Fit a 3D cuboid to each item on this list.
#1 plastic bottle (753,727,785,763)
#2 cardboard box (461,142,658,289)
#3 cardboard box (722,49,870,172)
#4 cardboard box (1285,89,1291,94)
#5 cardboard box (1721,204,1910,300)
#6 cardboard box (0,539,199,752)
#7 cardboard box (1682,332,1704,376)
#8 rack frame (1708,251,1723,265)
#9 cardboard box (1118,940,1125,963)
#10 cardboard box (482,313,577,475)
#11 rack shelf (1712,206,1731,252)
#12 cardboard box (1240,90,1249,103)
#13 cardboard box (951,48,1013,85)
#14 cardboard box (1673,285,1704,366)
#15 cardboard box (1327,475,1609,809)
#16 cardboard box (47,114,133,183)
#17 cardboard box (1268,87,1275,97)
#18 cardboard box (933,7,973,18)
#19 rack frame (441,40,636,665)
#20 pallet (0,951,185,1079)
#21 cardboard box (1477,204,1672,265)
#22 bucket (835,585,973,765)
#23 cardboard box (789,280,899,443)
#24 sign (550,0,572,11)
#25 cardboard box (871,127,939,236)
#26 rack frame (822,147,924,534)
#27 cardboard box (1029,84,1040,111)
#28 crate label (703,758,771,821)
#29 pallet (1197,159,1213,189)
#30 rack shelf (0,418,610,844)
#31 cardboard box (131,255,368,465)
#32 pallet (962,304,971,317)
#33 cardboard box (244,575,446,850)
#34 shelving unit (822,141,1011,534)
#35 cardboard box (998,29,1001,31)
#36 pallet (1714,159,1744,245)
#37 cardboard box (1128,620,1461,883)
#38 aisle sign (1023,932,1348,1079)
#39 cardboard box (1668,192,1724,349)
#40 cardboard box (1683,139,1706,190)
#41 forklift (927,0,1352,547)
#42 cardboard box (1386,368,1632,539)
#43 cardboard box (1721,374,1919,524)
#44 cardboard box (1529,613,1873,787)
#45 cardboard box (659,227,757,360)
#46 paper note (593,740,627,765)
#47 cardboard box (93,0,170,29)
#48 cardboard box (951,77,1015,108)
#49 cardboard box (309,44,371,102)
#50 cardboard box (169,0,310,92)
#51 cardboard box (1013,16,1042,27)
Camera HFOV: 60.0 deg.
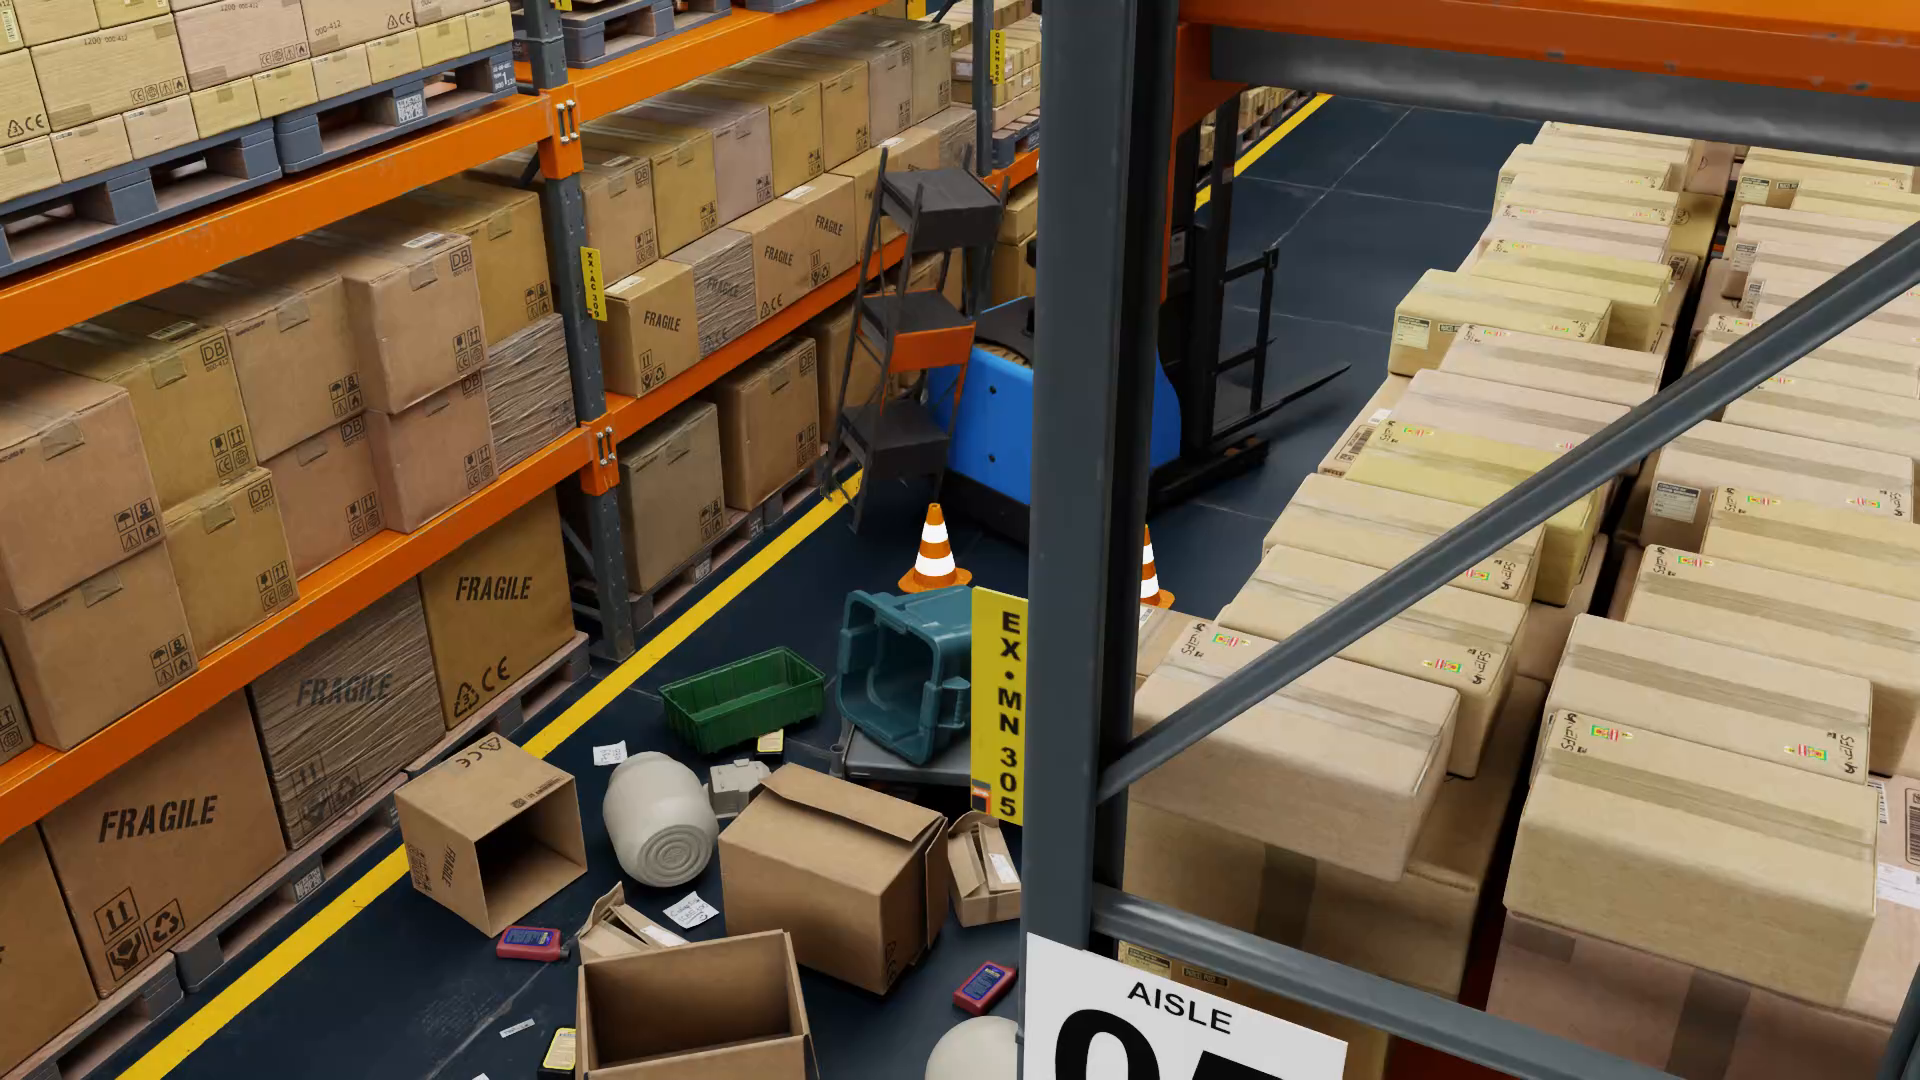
[{"bbox_3d":[-0.869,0.913,7.599,0.133,0.061,0.283,-1,30,-3],"label":"plastic bottle"},{"bbox_3d":[-1.865,-1.525,7.788,0.700,0.500,0.500,14,33,22],"label":"cardboard box"},{"bbox_3d":[-0.939,-2.427,9.360,0.700,0.500,0.500,14,33,23],"label":"cardboard box"},{"bbox_3d":[3.102,-4.577,16.649,0.380,0.149,0.250,14,33,23],"label":"cardboard box"},{"bbox_3d":[1.955,-0.630,3.775,0.380,0.149,0.250,14,33,22],"label":"cardboard box"},{"bbox_3d":[-3.182,0.239,5.672,0.875,0.550,0.550,14,33,23],"label":"cardboard box"},{"bbox_3d":[1.713,-0.180,3.392,0.500,0.250,0.500,15,33,24],"label":"cardboard box"},{"bbox_3d":[2.366,0.252,5.799,1.000,3.000,0.127,14,33,23],"label":"rack frame"},{"bbox_3d":[0.667,1.501,6.131,0.500,0.500,0.500,-12,32,-20],"label":"cardboard box"},{"bbox_3d":[-2.244,-0.725,7.350,0.875,0.550,0.550,14,33,23],"label":"cardboard box"},{"bbox_3d":[3.277,-1.624,6.775,1.077,0.370,4.000,14,33,23],"label":"rack shelf"},{"bbox_3d":[2.436,-4.129,15.272,0.380,0.149,0.250,15,33,24],"label":"cardboard box"},{"bbox_3d":[0.121,-3.094,10.858,0.380,0.149,0.250,14,33,23],"label":"cardboard box"},{"bbox_3d":[1.822,-0.619,4.556,0.380,0.149,0.250,14,33,23],"label":"cardboard box"},{"bbox_3d":[0.780,0.153,2.812,0.500,0.250,0.500,14,33,23],"label":"cardboard box"},{"bbox_3d":[-2.777,-1.222,5.084,0.380,0.149,0.250,15,33,24],"label":"cardboard box"},{"bbox_3d":[2.801,-4.349,15.954,0.380,0.149,0.250,16,34,26],"label":"cardboard box"},{"bbox_3d":[0.020,-3.704,11.920,0.380,0.149,0.250,14,33,23],"label":"cardboard box"},{"bbox_3d":[-2.086,-0.826,7.677,1.000,3.000,0.127,14,33,23],"label":"rack frame"},{"bbox_3d":[-3.614,1.784,5.931,1.003,0.211,1.213,14,33,23],"label":"pallet"},{"bbox_3d":[1.388,-0.630,3.775,0.380,0.149,0.250,14,33,23],"label":"cardboard box"},{"bbox_3d":[-0.096,0.517,7.098,0.620,0.611,0.726,-14,31,-42],"label":"bucket"},{"bbox_3d":[-1.017,-1.168,10.109,1.050,0.750,0.750,15,33,24],"label":"cardboard box"},{"bbox_3d":[-1.592,-2.260,6.563,0.100,0.325,0.005,14,33,23],"label":"sign"},{"bbox_3d":[-0.459,-2.161,9.901,0.500,0.500,0.500,14,33,23],"label":"cardboard box"},{"bbox_3d":[-0.470,-0.974,8.592,0.015,2.100,0.400,-11,43,-30],"label":"rack frame"},{"bbox_3d":[0.364,-3.064,11.404,0.380,0.149,0.250,16,34,26],"label":"cardboard box"},{"bbox_3d":[-0.965,1.075,7.240,0.298,0.136,0.250,-7,31,-11],"label":"crate label"},{"bbox_3d":[1.832,-3.469,15.079,1.003,0.211,1.213,14,33,23],"label":"pallet"},{"bbox_3d":[-2.997,0.372,6.312,1.077,0.370,4.000,14,33,23],"label":"rack shelf"},{"bbox_3d":[-2.800,-0.725,6.266,0.875,0.550,0.550,14,33,23],"label":"cardboard box"},{"bbox_3d":[0.093,-1.736,12.062,1.003,0.211,1.213,14,33,23],"label":"pallet"},{"bbox_3d":[-2.842,0.576,6.946,0.875,0.875,0.875,15,33,24],"label":"cardboard box"},{"bbox_3d":[-0.262,-1.015,8.713,0.503,2.100,0.431,-11,43,-30],"label":"shelving unit"},{"bbox_3d":[0.141,-3.696,12.206,0.380,0.149,0.250,15,33,25],"label":"cardboard box"},{"bbox_3d":[2.742,-1.217,5.533,1.213,0.211,1.003,14,33,23],"label":"pallet"},{"bbox_3d":[0.435,0.271,2.206,0.380,0.149,0.250,15,33,24],"label":"cardboard box"},{"bbox_3d":[0.258,0.859,2.131,0.394,0.787,0.004,14,33,23],"label":"aisle sign"},{"bbox_3d":[1.695,-0.749,4.382,0.500,0.250,0.500,14,33,23],"label":"cardboard box"},{"bbox_3d":[1.840,-1.098,4.590,0.380,0.149,0.250,15,33,25],"label":"cardboard box"},{"bbox_3d":[1.222,-1.821,9.477,3.031,2.935,1.130,-25,38,-37],"label":"forklift"},{"bbox_3d":[0.966,-0.160,2.956,0.380,0.149,0.250,14,33,23],"label":"cardboard box"},{"bbox_3d":[1.557,-0.159,2.954,0.380,0.149,0.250,15,33,25],"label":"cardboard box"},{"bbox_3d":[0.988,0.261,2.223,0.380,0.149,0.250,14,33,23],"label":"cardboard box"},{"bbox_3d":[-1.378,-1.266,8.341,0.500,0.500,0.500,15,33,24],"label":"cardboard box"},{"bbox_3d":[-1.587,0.965,7.539,0.147,0.020,0.142,-7,31,-11],"label":"paper note"},{"bbox_3d":[-2.661,-1.682,5.083,0.380,0.149,0.250,15,33,24],"label":"cardboard box"},{"bbox_3d":[0.135,-2.970,10.942,0.380,0.149,0.250,16,33,25],"label":"cardboard box"},{"bbox_3d":[-2.315,-1.670,5.863,0.380,0.149,0.250,14,33,23],"label":"cardboard box"},{"bbox_3d":[-2.542,-1.695,5.507,0.500,0.250,0.500,14,33,23],"label":"cardboard box"},{"bbox_3d":[0.597,-3.557,11.665,0.380,0.149,0.250,16,33,26],"label":"cardboard box"}]
